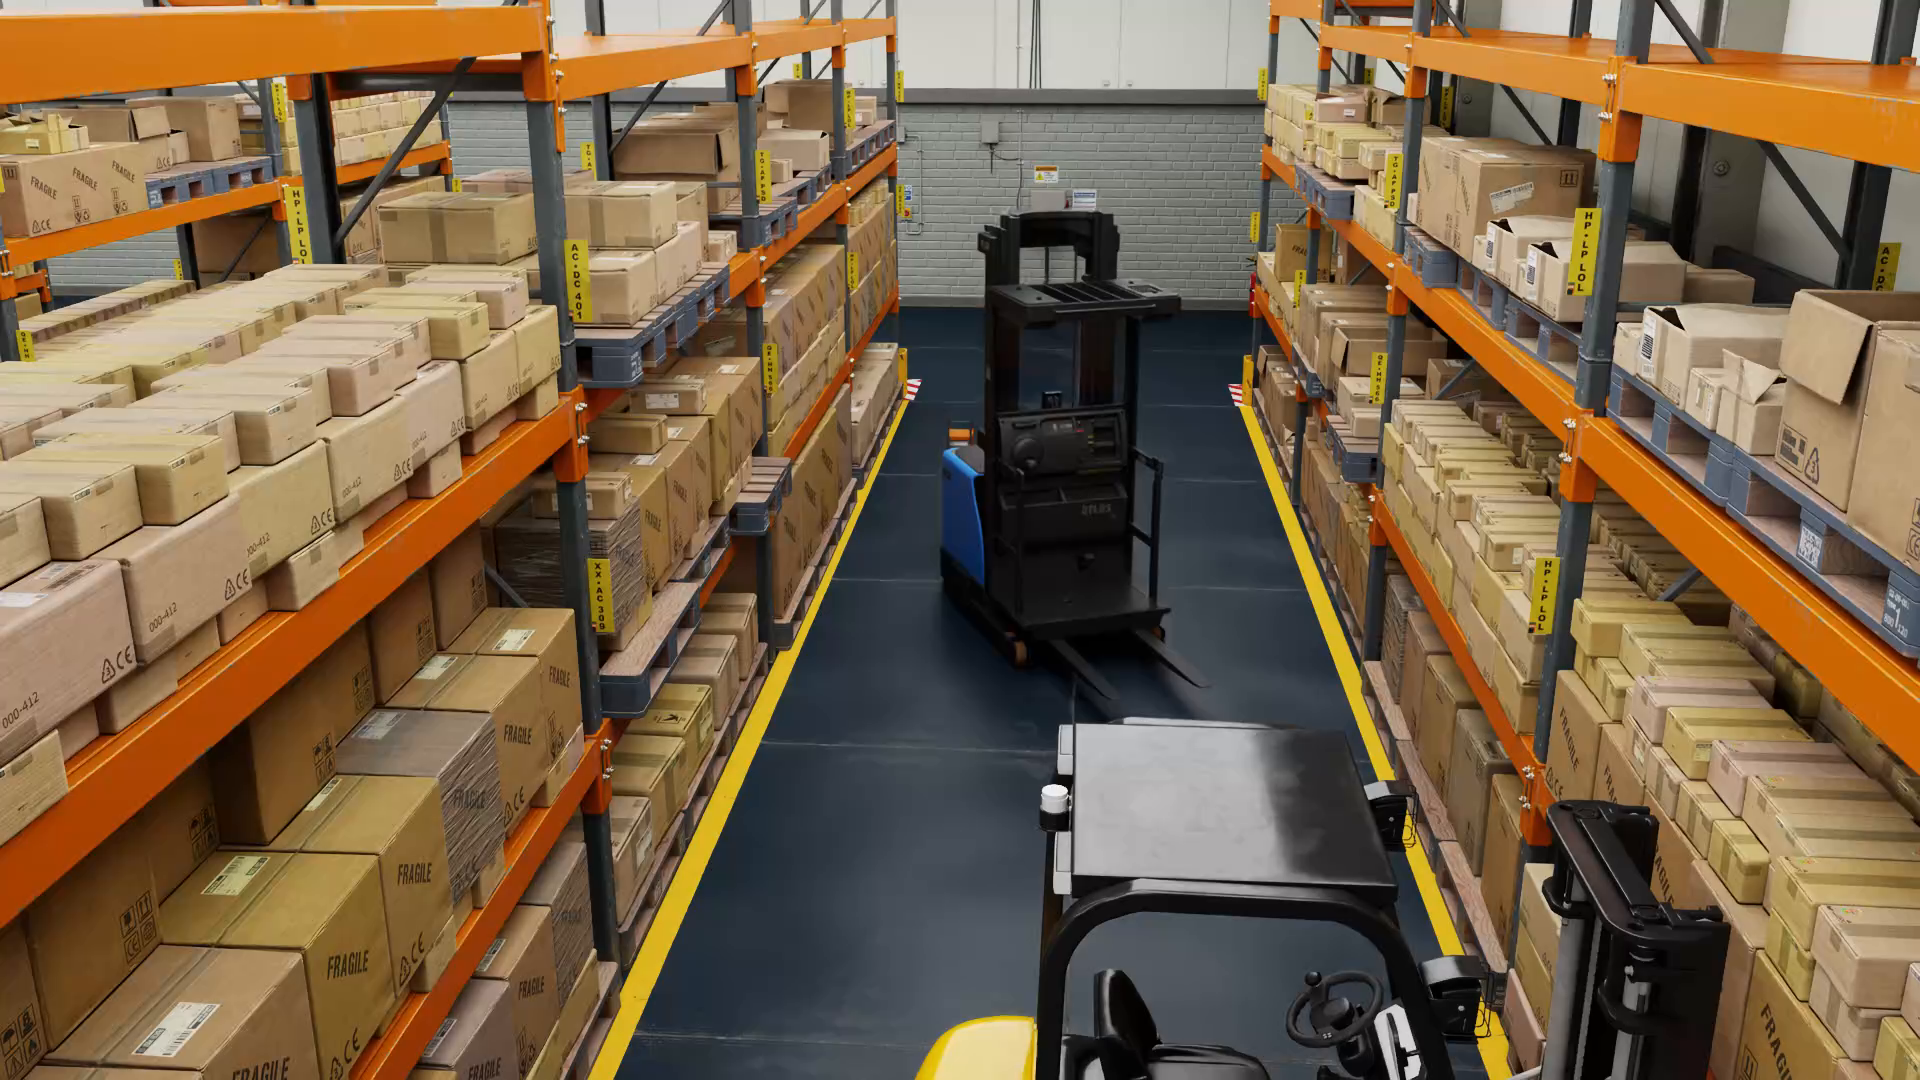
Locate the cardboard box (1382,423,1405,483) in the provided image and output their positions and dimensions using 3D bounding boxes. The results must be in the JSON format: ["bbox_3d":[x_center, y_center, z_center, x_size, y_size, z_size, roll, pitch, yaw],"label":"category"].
[{"bbox_3d":[2.881,-0.531,10.163,0.500,0.250,0.500,1,18,4],"label":"cardboard box"}]

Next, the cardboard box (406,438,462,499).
[{"bbox_3d":[-1.863,-0.245,5.441,0.380,0.149,0.250,2,18,5],"label":"cardboard box"}]

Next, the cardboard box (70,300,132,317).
[{"bbox_3d":[-6.988,-1.855,13.540,0.380,0.149,0.250,1,18,3],"label":"cardboard box"}]

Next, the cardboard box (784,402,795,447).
[{"bbox_3d":[-1.465,-0.841,11.913,0.500,0.250,0.500,1,18,2],"label":"cardboard box"}]

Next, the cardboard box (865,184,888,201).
[{"bbox_3d":[-0.951,-3.644,17.419,0.380,0.149,0.250,1,18,3],"label":"cardboard box"}]

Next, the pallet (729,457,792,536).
[{"bbox_3d":[-1.715,-0.291,10.302,1.213,0.211,1.003,1,18,4],"label":"pallet"}]

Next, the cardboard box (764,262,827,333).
[{"bbox_3d":[-1.350,-1.909,13.164,0.500,0.500,0.500,2,18,6],"label":"cardboard box"}]

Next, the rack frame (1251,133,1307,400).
[{"bbox_3d":[3.755,-2.981,18.203,1.000,3.000,0.127,1,18,4],"label":"rack frame"}]

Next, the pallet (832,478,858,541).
[{"bbox_3d":[-1.463,-0.282,14.444,1.003,0.211,1.213,1,18,4],"label":"pallet"}]

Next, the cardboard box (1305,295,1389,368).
[{"bbox_3d":[3.173,-1.680,13.396,0.700,0.500,0.500,1,18,5],"label":"cardboard box"}]

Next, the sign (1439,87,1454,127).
[{"bbox_3d":[4.022,-3.586,13.768,0.100,0.325,0.005,1,18,4],"label":"sign"}]

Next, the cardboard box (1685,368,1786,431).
[{"bbox_3d":[2.504,-0.436,5.187,0.380,0.149,0.250,2,18,6],"label":"cardboard box"}]

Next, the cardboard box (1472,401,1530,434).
[{"bbox_3d":[3.360,-0.746,10.181,0.380,0.149,0.250,2,18,6],"label":"cardboard box"}]

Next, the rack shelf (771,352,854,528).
[{"bbox_3d":[-1.627,-0.885,12.962,1.077,0.370,4.000,1,18,4],"label":"rack shelf"}]

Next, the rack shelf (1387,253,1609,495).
[{"bbox_3d":[3.038,-0.959,8.369,1.077,0.370,4.000,1,18,4],"label":"rack shelf"}]

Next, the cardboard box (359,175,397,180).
[{"bbox_3d":[-6.438,-3.700,18.154,0.500,0.500,0.500,1,18,4],"label":"cardboard box"}]

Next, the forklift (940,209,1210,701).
[{"bbox_3d":[0.784,-0.680,11.291,1.130,2.935,3.031,-6,19,-17],"label":"forklift"}]

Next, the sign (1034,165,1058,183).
[{"bbox_3d":[1.229,-5.208,23.674,0.339,0.242,0.001,1,18,4],"label":"sign"}]

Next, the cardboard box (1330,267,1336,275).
[{"bbox_3d":[3.908,-2.588,16.768,0.500,0.250,0.500,2,18,6],"label":"cardboard box"}]

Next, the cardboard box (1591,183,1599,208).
[{"bbox_3d":[3.385,-1.867,9.391,0.500,0.250,0.500,1,18,4],"label":"cardboard box"}]

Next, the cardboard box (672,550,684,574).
[{"bbox_3d":[-1.652,0.069,8.625,0.380,0.149,0.250,1,18,4],"label":"cardboard box"}]

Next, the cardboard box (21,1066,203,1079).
[{"bbox_3d":[-2.033,1.549,3.740,0.500,0.500,0.500,1,18,3],"label":"cardboard box"}]

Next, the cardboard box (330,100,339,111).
[{"bbox_3d":[-6.089,-4.117,15.650,0.380,0.149,0.250,1,18,2],"label":"cardboard box"}]

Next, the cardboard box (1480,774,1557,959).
[{"bbox_3d":[2.921,1.513,7.628,0.875,0.625,0.625,2,18,6],"label":"cardboard box"}]

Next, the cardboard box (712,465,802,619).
[{"bbox_3d":[-1.638,-0.008,11.869,0.875,0.875,0.875,1,18,3],"label":"cardboard box"}]

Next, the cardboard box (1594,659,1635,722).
[{"bbox_3d":[2.592,0.564,6.182,0.380,0.149,0.250,2,18,5],"label":"cardboard box"}]

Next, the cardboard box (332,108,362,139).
[{"bbox_3d":[-6.064,-3.974,15.854,0.500,0.250,0.500,2,18,5],"label":"cardboard box"}]

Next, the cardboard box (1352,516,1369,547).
[{"bbox_3d":[2.953,-0.061,11.589,0.380,0.149,0.250,0,18,1],"label":"cardboard box"}]

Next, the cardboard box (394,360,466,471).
[{"bbox_3d":[-1.906,-0.401,5.275,0.500,0.250,0.500,1,18,3],"label":"cardboard box"}]

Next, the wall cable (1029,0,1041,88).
[{"bbox_3d":[2.456,-7.641,22.729,2.988,3.039,0.133,1,18,4],"label":"wall cable"}]

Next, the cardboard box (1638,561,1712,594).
[{"bbox_3d":[3.205,0.204,7.281,0.380,0.149,0.250,1,18,2],"label":"cardboard box"}]

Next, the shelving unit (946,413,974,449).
[{"bbox_3d":[0.004,-0.516,13.810,0.215,1.050,0.252,1,18,4],"label":"shelving unit"}]

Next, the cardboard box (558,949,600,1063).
[{"bbox_3d":[-1.831,1.933,6.947,0.500,0.250,0.500,2,18,6],"label":"cardboard box"}]

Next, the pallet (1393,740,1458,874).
[{"bbox_3d":[2.993,1.462,9.123,1.003,0.211,1.213,1,18,4],"label":"pallet"}]

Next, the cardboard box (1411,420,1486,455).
[{"bbox_3d":[2.854,-0.596,9.723,0.380,0.149,0.250,2,18,5],"label":"cardboard box"}]

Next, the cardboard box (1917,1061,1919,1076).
[{"bbox_3d":[2.402,1.216,3.714,0.380,0.149,0.250,2,18,5],"label":"cardboard box"}]

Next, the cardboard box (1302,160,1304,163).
[{"bbox_3d":[3.248,-3.322,14.830,0.380,0.149,0.250,2,18,6],"label":"cardboard box"}]

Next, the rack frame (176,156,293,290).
[{"bbox_3d":[-6.428,-1.927,14.987,1.000,3.000,0.127,1,18,4],"label":"rack frame"}]

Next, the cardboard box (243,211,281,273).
[{"bbox_3d":[-6.152,-2.726,15.181,0.500,0.500,0.500,2,18,5],"label":"cardboard box"}]

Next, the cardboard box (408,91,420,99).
[{"bbox_3d":[-5.966,-4.766,17.632,0.380,0.149,0.250,2,18,5],"label":"cardboard box"}]

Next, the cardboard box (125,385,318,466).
[{"bbox_3d":[-1.918,-0.302,4.332,0.380,0.149,0.250,2,18,5],"label":"cardboard box"}]

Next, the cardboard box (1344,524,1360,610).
[{"bbox_3d":[3.043,0.201,11.833,0.500,0.500,0.500,1,18,3],"label":"cardboard box"}]

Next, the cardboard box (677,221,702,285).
[{"bbox_3d":[-1.566,-1.404,8.140,0.500,0.250,0.500,1,18,3],"label":"cardboard box"}]

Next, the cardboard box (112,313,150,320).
[{"bbox_3d":[-6.374,-1.673,12.984,0.380,0.149,0.250,1,18,3],"label":"cardboard box"}]

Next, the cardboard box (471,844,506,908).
[{"bbox_3d":[-1.845,1.178,5.914,0.380,0.149,0.250,1,18,3],"label":"cardboard box"}]

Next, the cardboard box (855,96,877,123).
[{"bbox_3d":[-1.139,-4.550,17.580,0.500,0.250,0.500,0,18,-1],"label":"cardboard box"}]

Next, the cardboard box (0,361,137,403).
[{"bbox_3d":[-2.537,-0.395,4.616,0.380,0.149,0.250,2,18,5],"label":"cardboard box"}]

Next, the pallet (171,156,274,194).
[{"bbox_3d":[-6.578,-3.074,13.972,1.213,0.211,1.003,1,18,4],"label":"pallet"}]

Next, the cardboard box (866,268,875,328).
[{"bbox_3d":[-1.106,-2.346,16.105,0.500,0.500,0.500,1,18,4],"label":"cardboard box"}]

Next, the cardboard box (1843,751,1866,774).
[{"bbox_3d":[3.026,0.813,5.422,0.380,0.149,0.250,2,18,6],"label":"cardboard box"}]

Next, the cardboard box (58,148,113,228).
[{"bbox_3d":[-6.379,-2.485,11.711,0.500,0.500,0.500,1,18,4],"label":"cardboard box"}]

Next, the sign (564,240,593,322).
[{"bbox_3d":[-1.515,-1.025,6.586,0.100,0.325,0.005,1,18,4],"label":"sign"}]

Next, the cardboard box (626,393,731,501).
[{"bbox_3d":[-1.586,-0.529,9.408,0.500,0.500,0.500,0,18,0],"label":"cardboard box"}]

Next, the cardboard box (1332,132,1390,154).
[{"bbox_3d":[2.985,-2.948,12.377,0.380,0.149,0.250,1,18,4],"label":"cardboard box"}]

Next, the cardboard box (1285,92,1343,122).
[{"bbox_3d":[3.368,-4.109,15.790,0.500,0.250,0.500,2,18,5],"label":"cardboard box"}]

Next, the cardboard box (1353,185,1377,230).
[{"bbox_3d":[3.047,-2.327,11.630,0.500,0.250,0.500,1,18,4],"label":"cardboard box"}]
